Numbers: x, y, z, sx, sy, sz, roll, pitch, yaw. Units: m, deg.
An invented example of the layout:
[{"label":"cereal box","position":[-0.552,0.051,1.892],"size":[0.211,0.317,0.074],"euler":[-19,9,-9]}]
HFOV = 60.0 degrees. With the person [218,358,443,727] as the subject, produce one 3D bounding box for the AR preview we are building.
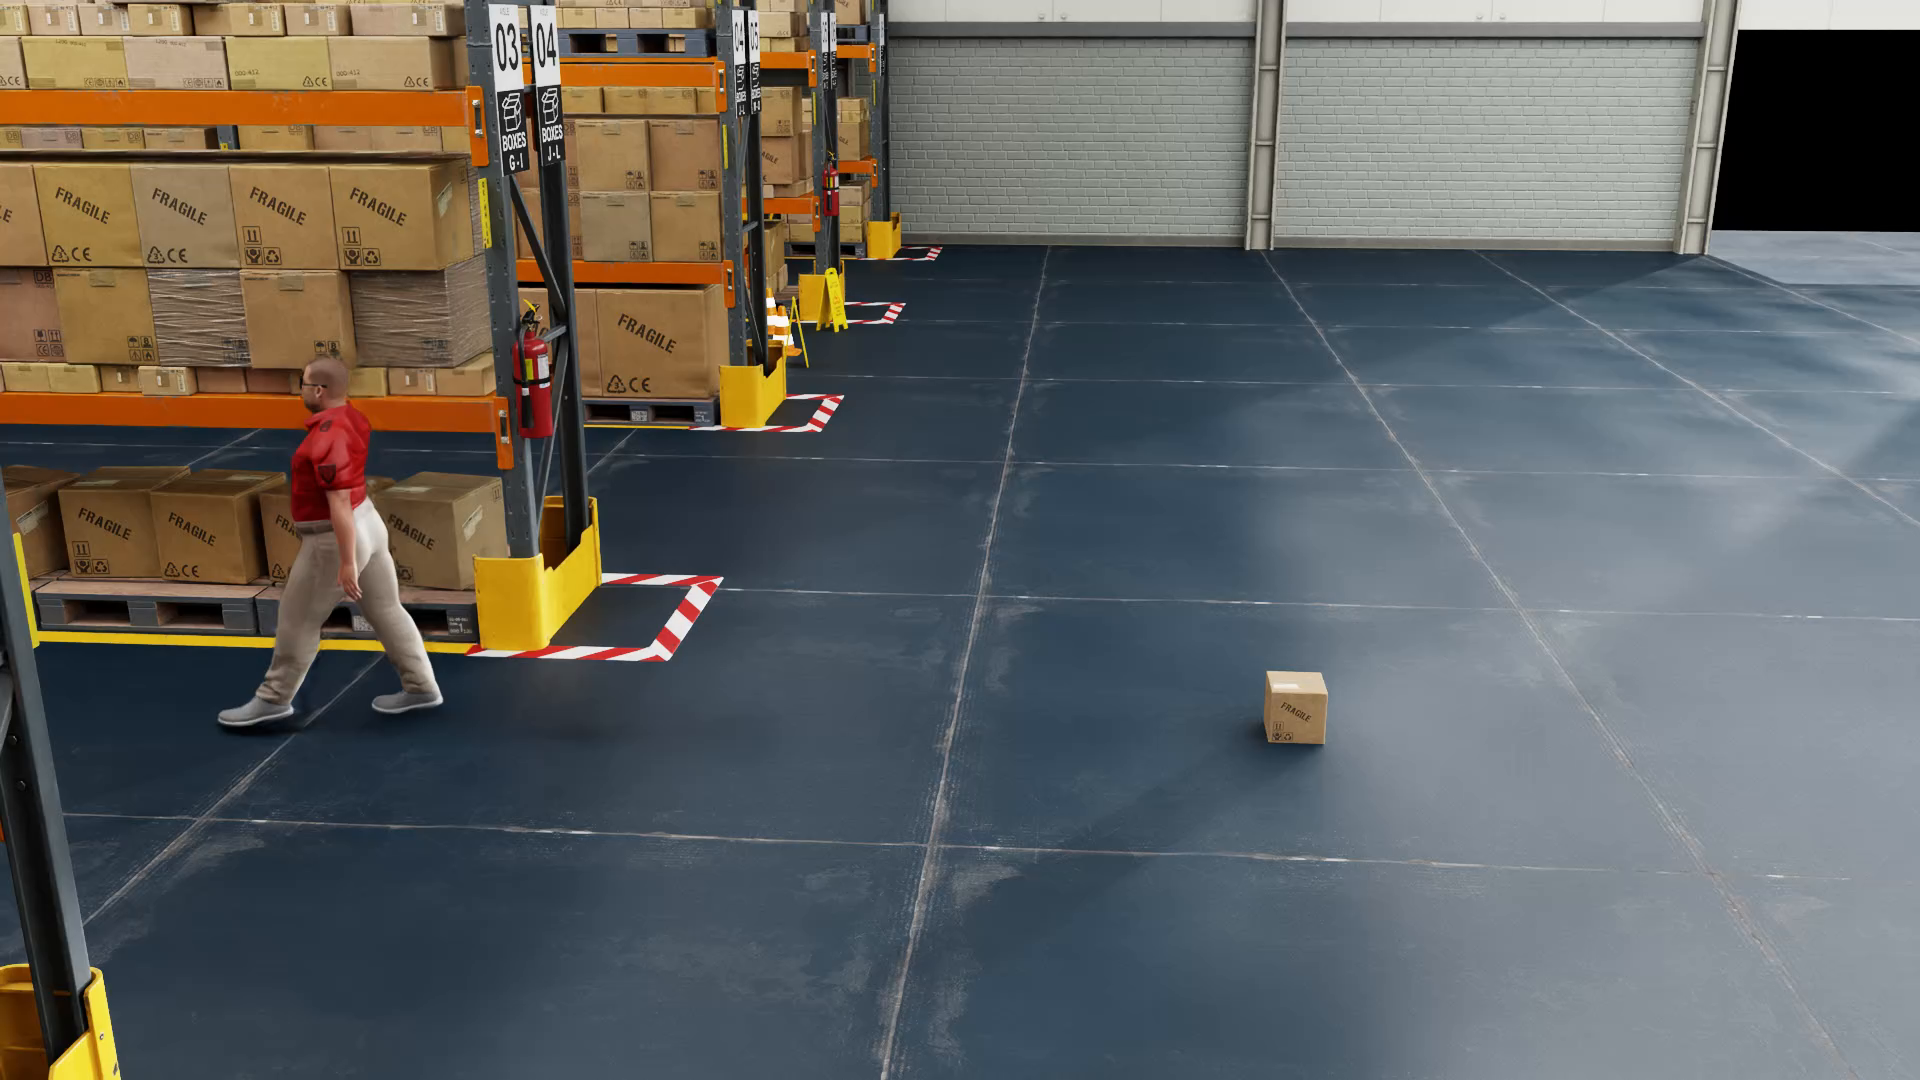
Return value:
[{"label":"person","position":[-2.908,0.000,7.530],"size":[0.958,1.679,0.573],"euler":[2,17,5]}]
